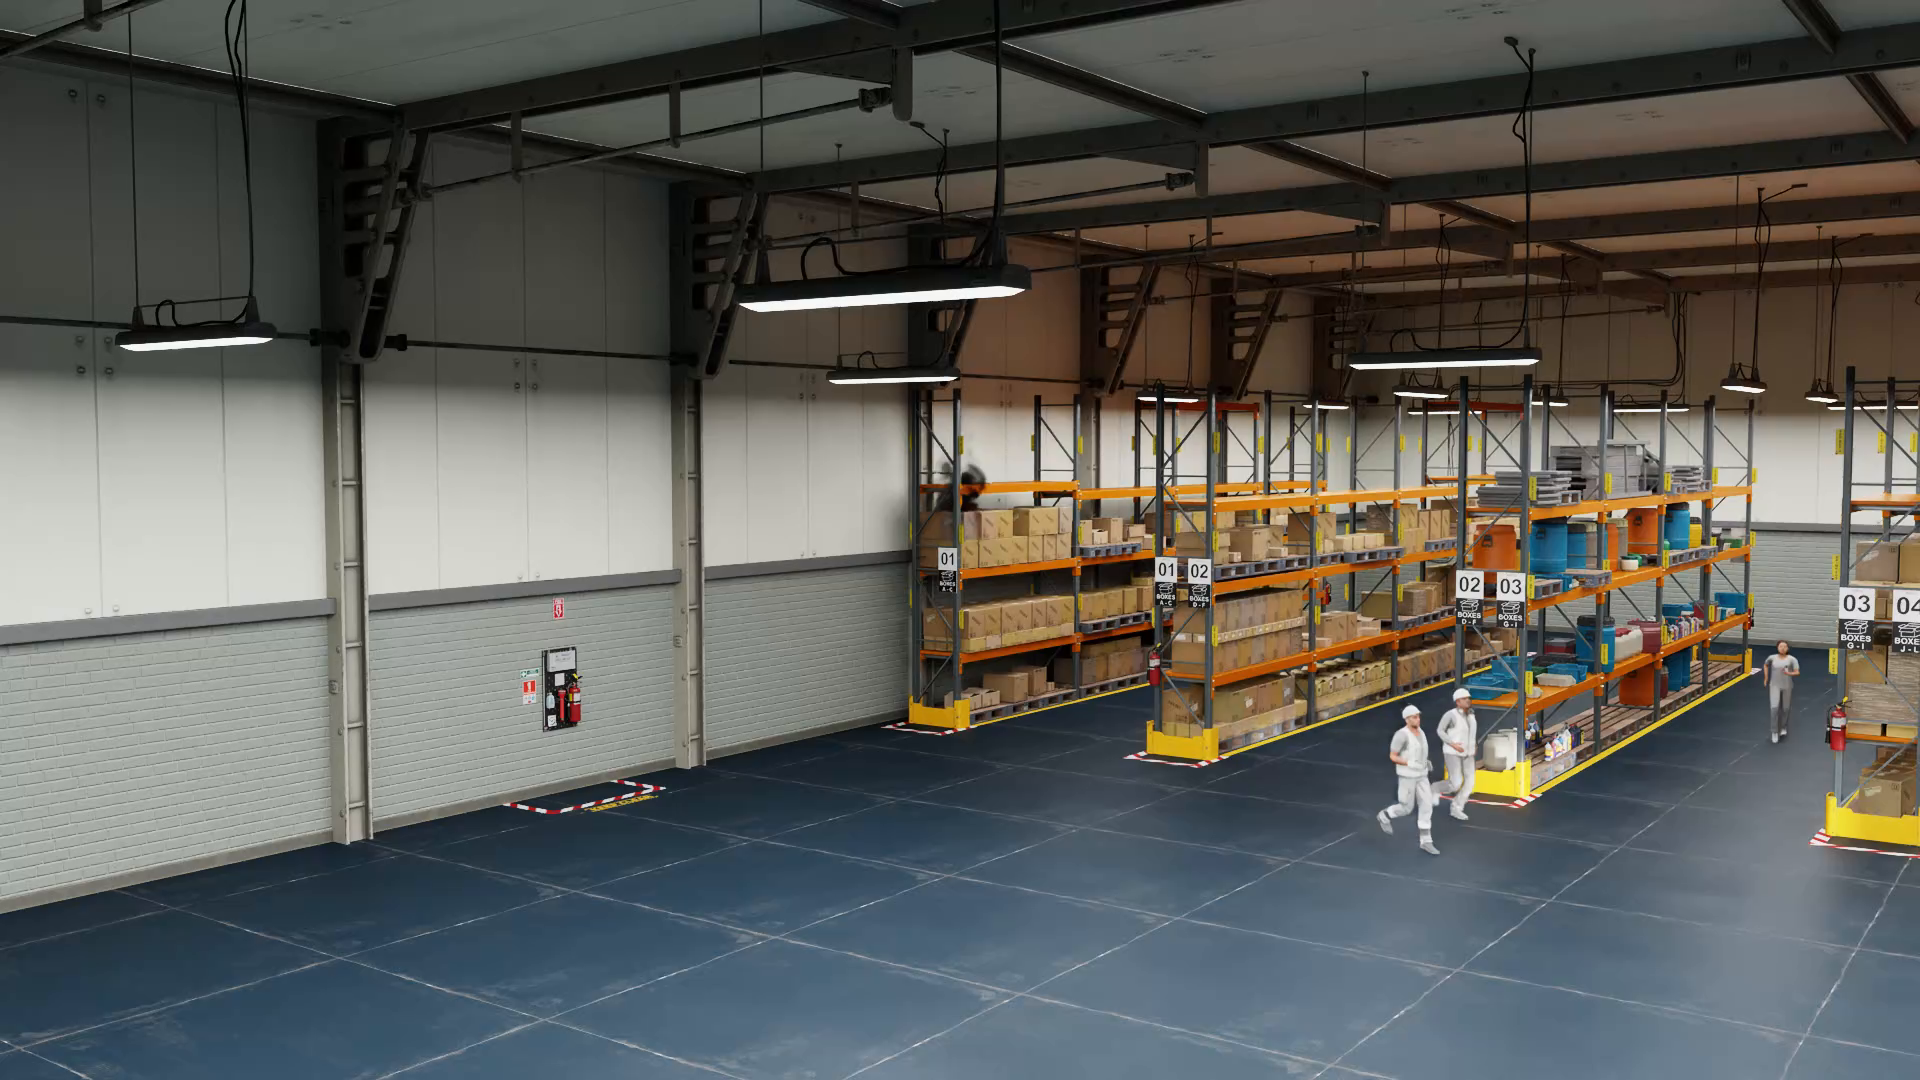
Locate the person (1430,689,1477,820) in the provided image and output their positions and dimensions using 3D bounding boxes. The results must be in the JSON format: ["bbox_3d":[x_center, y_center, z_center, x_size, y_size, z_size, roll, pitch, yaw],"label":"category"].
[{"bbox_3d":[6.722,2.865,22.487,0.671,1.729,0.665,-1,4,-23],"label":"person"}]

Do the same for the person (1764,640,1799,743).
[{"bbox_3d":[13.939,2.547,28.233,0.541,1.710,0.830,1,4,25],"label":"person"}]

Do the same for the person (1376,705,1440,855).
[{"bbox_3d":[5.580,2.937,20.605,0.656,1.789,0.956,-2,4,-32],"label":"person"}]
